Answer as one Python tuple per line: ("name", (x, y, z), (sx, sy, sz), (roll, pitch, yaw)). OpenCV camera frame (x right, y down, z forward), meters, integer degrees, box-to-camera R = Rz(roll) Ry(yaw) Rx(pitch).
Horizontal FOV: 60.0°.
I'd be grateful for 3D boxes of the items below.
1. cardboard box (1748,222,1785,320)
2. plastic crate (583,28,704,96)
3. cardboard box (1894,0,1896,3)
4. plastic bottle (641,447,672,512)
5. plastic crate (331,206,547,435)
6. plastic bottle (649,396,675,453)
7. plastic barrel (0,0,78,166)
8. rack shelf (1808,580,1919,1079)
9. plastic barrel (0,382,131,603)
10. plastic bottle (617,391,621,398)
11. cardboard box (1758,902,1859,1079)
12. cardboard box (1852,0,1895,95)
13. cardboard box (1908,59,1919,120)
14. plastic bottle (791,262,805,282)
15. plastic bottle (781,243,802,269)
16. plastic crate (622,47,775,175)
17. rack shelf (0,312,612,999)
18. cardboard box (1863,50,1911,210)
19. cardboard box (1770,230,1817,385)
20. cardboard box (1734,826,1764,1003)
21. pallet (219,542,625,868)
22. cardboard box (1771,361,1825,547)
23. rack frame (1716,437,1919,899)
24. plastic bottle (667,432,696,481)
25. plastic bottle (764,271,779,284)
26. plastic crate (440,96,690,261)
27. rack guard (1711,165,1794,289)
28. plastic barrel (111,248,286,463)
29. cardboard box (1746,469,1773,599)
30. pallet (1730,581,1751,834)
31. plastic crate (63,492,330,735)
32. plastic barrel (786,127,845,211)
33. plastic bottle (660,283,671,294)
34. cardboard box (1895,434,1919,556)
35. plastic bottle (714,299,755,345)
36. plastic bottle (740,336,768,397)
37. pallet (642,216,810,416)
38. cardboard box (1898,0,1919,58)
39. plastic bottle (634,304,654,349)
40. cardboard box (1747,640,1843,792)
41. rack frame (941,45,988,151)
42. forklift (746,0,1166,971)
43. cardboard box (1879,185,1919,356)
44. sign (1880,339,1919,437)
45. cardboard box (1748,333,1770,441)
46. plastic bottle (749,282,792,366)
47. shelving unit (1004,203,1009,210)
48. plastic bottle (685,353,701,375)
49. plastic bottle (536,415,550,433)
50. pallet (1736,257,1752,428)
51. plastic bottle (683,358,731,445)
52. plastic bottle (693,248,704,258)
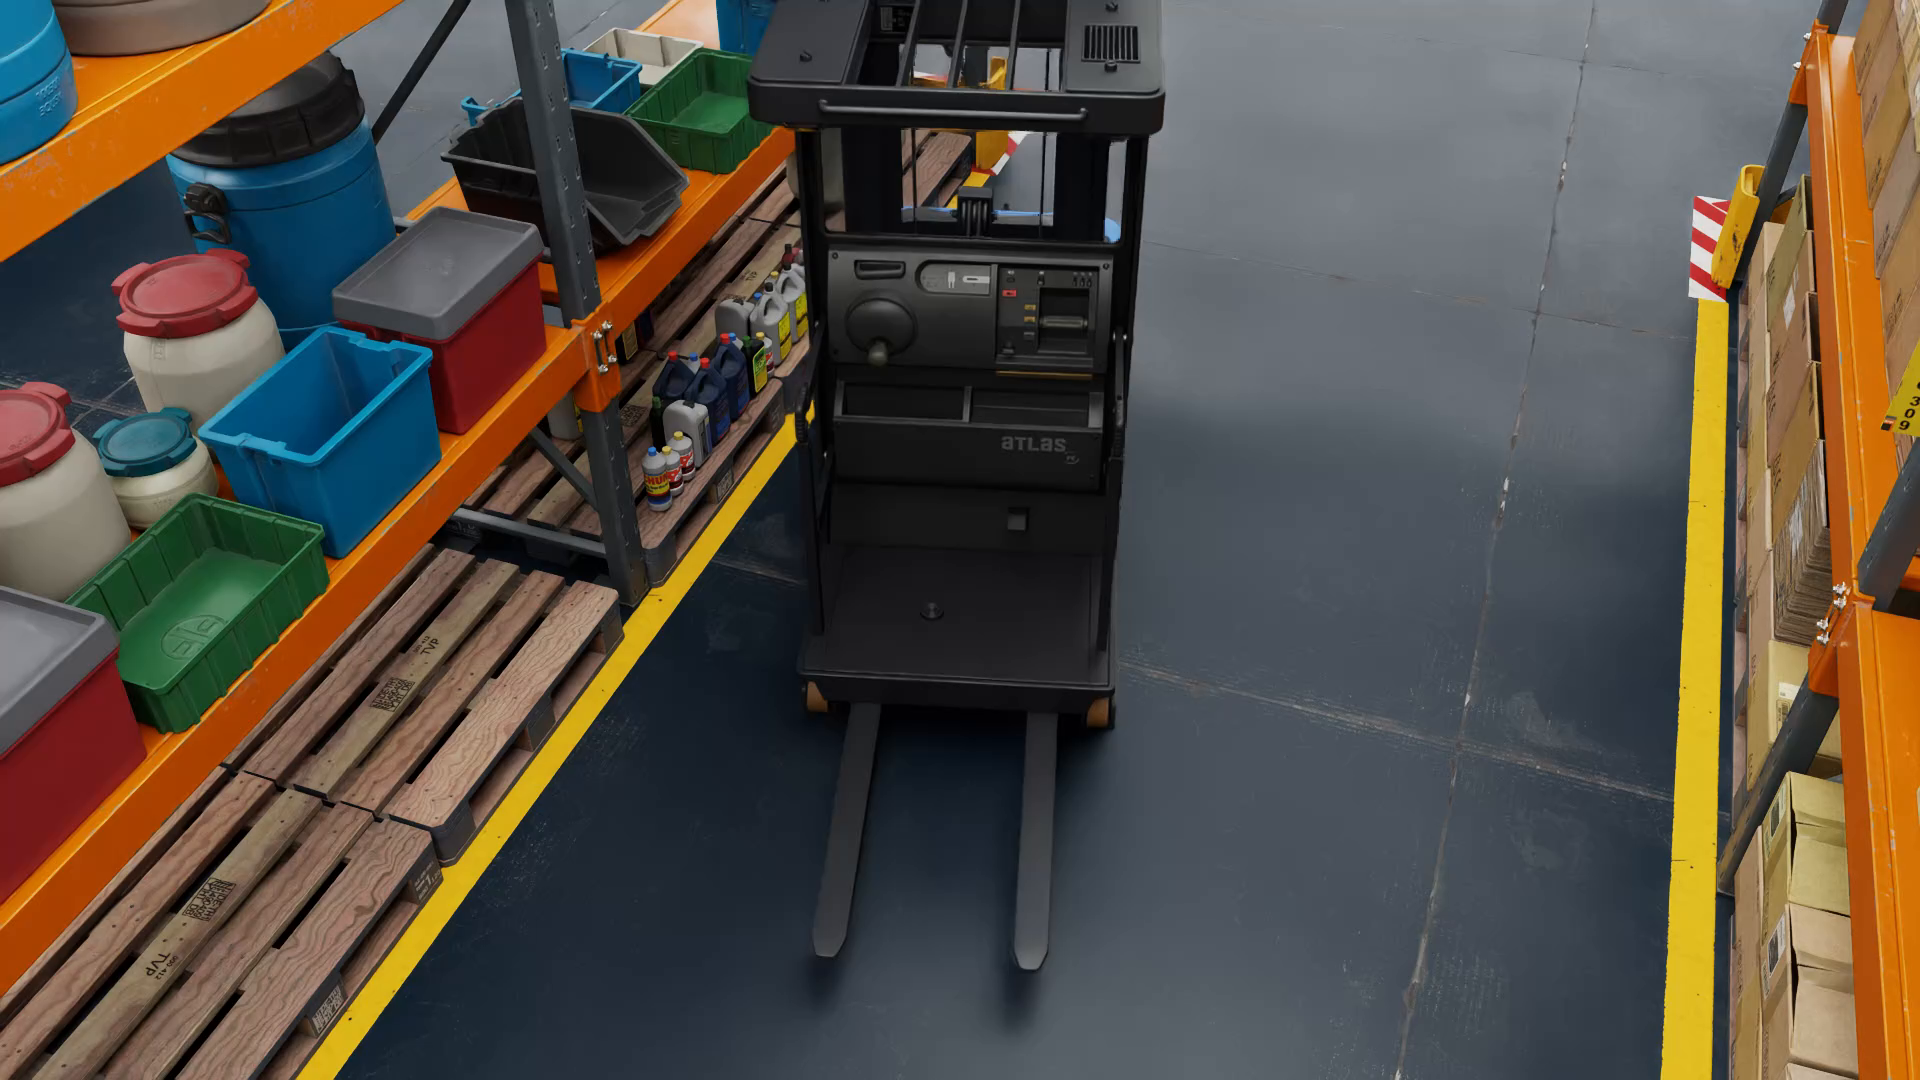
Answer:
("cardboard box", (3.922, -1.194, 7.633), (0.500, 0.250, 0.500), (13, 42, 15))
("plastic crate", (-1.390, -1.966, 6.946), (0.530, 0.136, 0.437), (13, 42, 15))
("cardboard box", (3.803, -2.138, 6.368), (0.380, 0.149, 0.250), (13, 42, 15))
("plastic bottle", (-1.186, -0.246, 6.491), (0.097, 0.271, 0.097), (0, 40, 0))
("plastic crate", (-1.585, -0.681, 5.188), (0.402, 0.464, 0.583), (13, 42, 15))
("plastic bottle", (-1.202, -0.477, 6.752), (0.061, 0.283, 0.133), (13, 42, 15))
("plastic barrel", (-2.124, -1.195, 3.143), (0.600, 0.901, 0.708), (13, 42, 15))
("rack shelf", (2.262, 1.575, 3.147), (1.077, 0.370, 4.000), (13, 42, 15))
("plastic barrel", (-2.491, -0.089, 4.439), (0.433, 0.535, 0.433), (0, 40, 0))
("plastic bottle", (-1.544, -0.707, 7.027), (0.152, 0.276, 0.135), (13, 42, 15))
("cardboard box", (2.395, 1.256, 4.330), (0.500, 0.311, 0.500), (13, 42, 15))
("cardboard box", (4.142, -2.114, 6.840), (0.700, 0.500, 0.500), (13, 42, 15))
("cardboard box", (3.451, -1.514, 5.636), (0.380, 0.149, 0.250), (14, 42, 15))
("plastic bottle", (-0.715, -1.141, 7.536), (0.152, 0.276, 0.135), (12, 42, 14))
("plastic bottle", (-0.768, -1.252, 7.660), (0.061, 0.283, 0.133), (13, 42, 15))
("plastic crate", (-0.978, -1.704, 6.600), (0.450, 0.188, 0.662), (13, 42, 15))
("rack shelf", (-2.391, 0.474, 4.438), (1.077, 0.370, 4.000), (13, 42, 15))
("cardboard box", (3.792, -1.491, 6.109), (0.700, 0.500, 0.500), (14, 42, 15))
("cardboard box", (3.594, -0.866, 6.671), (0.500, 0.500, 0.500), (13, 42, 15))
("cardboard box", (2.576, 1.159, 4.875), (0.500, 0.250, 0.500), (12, 42, 14))
("pallet", (-1.939, 0.529, 5.968), (1.003, 0.211, 1.213), (13, 42, 15))
("cardboard box", (3.249, -0.257, 5.957), (0.500, 0.500, 0.500), (13, 42, 15))
("rack frame", (2.946, 0.082, 4.343), (1.000, 3.000, 0.127), (13, 42, 15))
("plastic bottle", (-1.117, -0.344, 6.659), (0.097, 0.201, 0.097), (0, 40, 0))
("plastic bottle", (-0.838, -1.129, 7.579), (0.097, 0.201, 0.097), (0, 40, 0))
("plastic crate", (-1.409, -1.287, 5.995), (0.767, 0.338, 0.504), (13, 42, 15))
("rack guard", (4.322, -1.421, 8.031), (1.175, 0.500, 0.348), (13, 42, 15))
("plastic barrel", (-2.240, -0.537, 4.963), (0.433, 0.535, 0.433), (0, 40, 0))
("cardboard box", (3.237, 0.026, 6.204), (0.500, 0.250, 0.500), (13, 42, 15))
("pallet", (3.258, 0.667, 5.805), (1.003, 0.211, 1.213), (13, 42, 15))
("plastic crate", (-2.037, 0.186, 4.384), (0.450, 0.188, 0.662), (13, 42, 15))
("plastic barrel", (-0.664, -1.949, 8.316), (0.421, 0.512, 0.421), (0, 40, 0))
("plastic bottle", (-1.404, -1.282, 7.705), (0.097, 0.271, 0.097), (0, 40, 0))
("cardboard box", (3.092, -0.228, 4.629), (0.700, 0.500, 0.500), (12, 42, 14))
("plastic bottle", (-0.979, -0.943, 7.304), (0.152, 0.276, 0.135), (13, 42, 15))
("plastic bottle", (-0.881, -0.761, 7.084), (0.061, 0.283, 0.133), (15, 43, 17))
("pallet", (-1.023, -1.106, 7.884), (1.003, 0.211, 1.213), (13, 42, 15))
("cardboard box", (3.626, -1.821, 5.996), (0.380, 0.149, 0.250), (12, 42, 14))
("plastic bottle", (-1.422, -0.999, 7.364), (0.061, 0.283, 0.133), (13, 42, 15))
("cardboard box", (2.900, 0.637, 5.487), (0.500, 0.250, 0.500), (13, 42, 15))
("rack frame", (-0.339, -3.459, 8.494), (1.000, 3.000, 0.127), (13, 42, 15))
("forklift", (0.017, -0.670, 5.277), (1.130, 2.935, 3.031), (3, 41, 3))
("cardboard box", (3.442, -0.856, 5.366), (0.700, 0.500, 0.500), (14, 42, 16))
("sign", (2.424, -0.400, 4.179), (0.100, 0.325, 0.005), (13, 42, 15))
("cardboard box", (3.583, -0.583, 6.917), (0.500, 0.250, 0.500), (13, 42, 15))
("plastic bottle", (-0.831, -0.954, 7.259), (0.144, 0.351, 0.185), (13, 42, 15))
("shelving unit", (0.271, -0.986, 7.200), (0.258, 0.900, 0.210), (9, 36, 10))
("plastic bottle", (-1.105, -0.665, 6.981), (0.097, 0.271, 0.097), (0, 40, 0))
("plastic bottle", (-1.758, -0.636, 6.886), (0.144, 0.351, 0.185), (12, 42, 14))
("pallet", (4.092, -0.821, 7.550), (1.003, 0.211, 1.213), (13, 42, 15))
("plastic bottle", (-1.041, -0.580, 6.820), (0.144, 0.351, 0.185), (14, 43, 16))
("plastic bottle", (-1.288, -1.462, 7.970), (0.097, 0.201, 0.097), (0, 40, 0))
